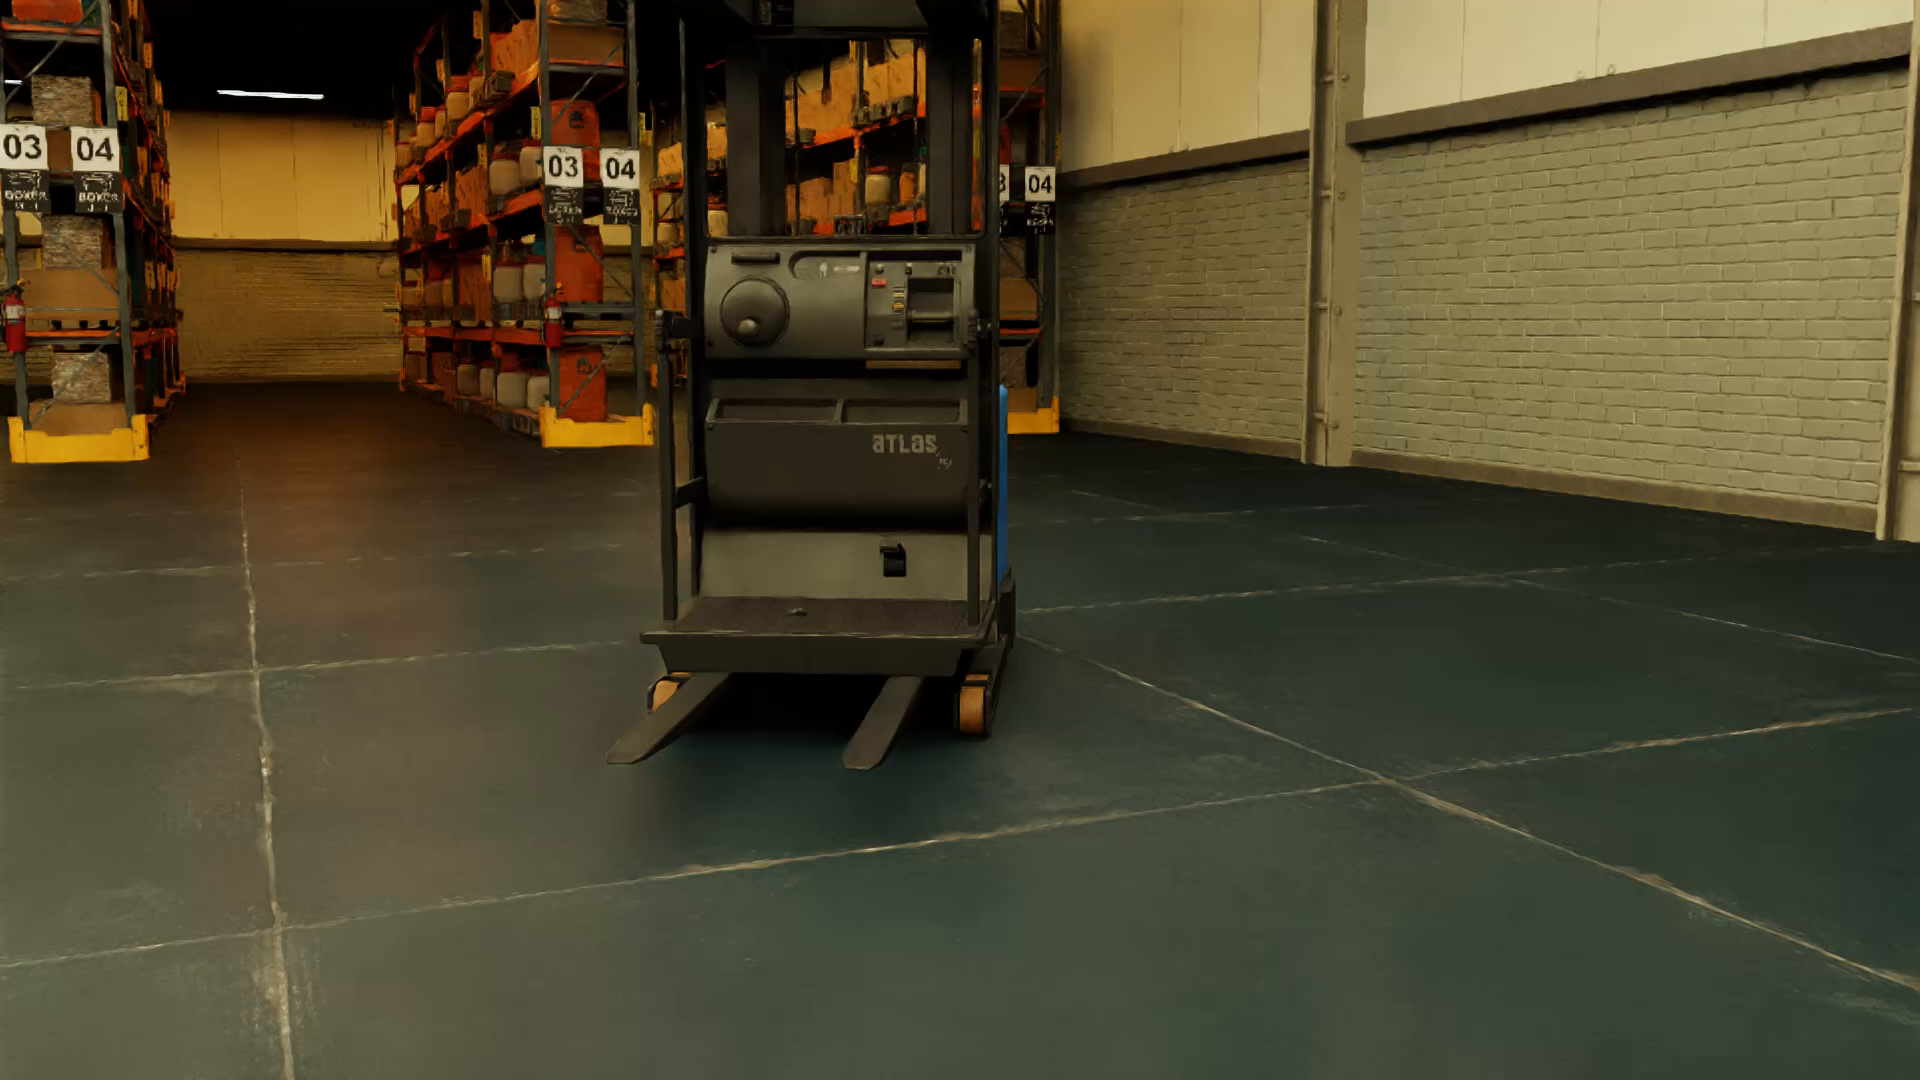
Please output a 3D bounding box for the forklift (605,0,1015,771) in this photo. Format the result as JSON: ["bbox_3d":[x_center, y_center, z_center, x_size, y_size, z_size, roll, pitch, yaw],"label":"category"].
[{"bbox_3d":[-0.429,-0.865,5.500,1.130,2.935,3.031,1,8,5],"label":"forklift"}]
